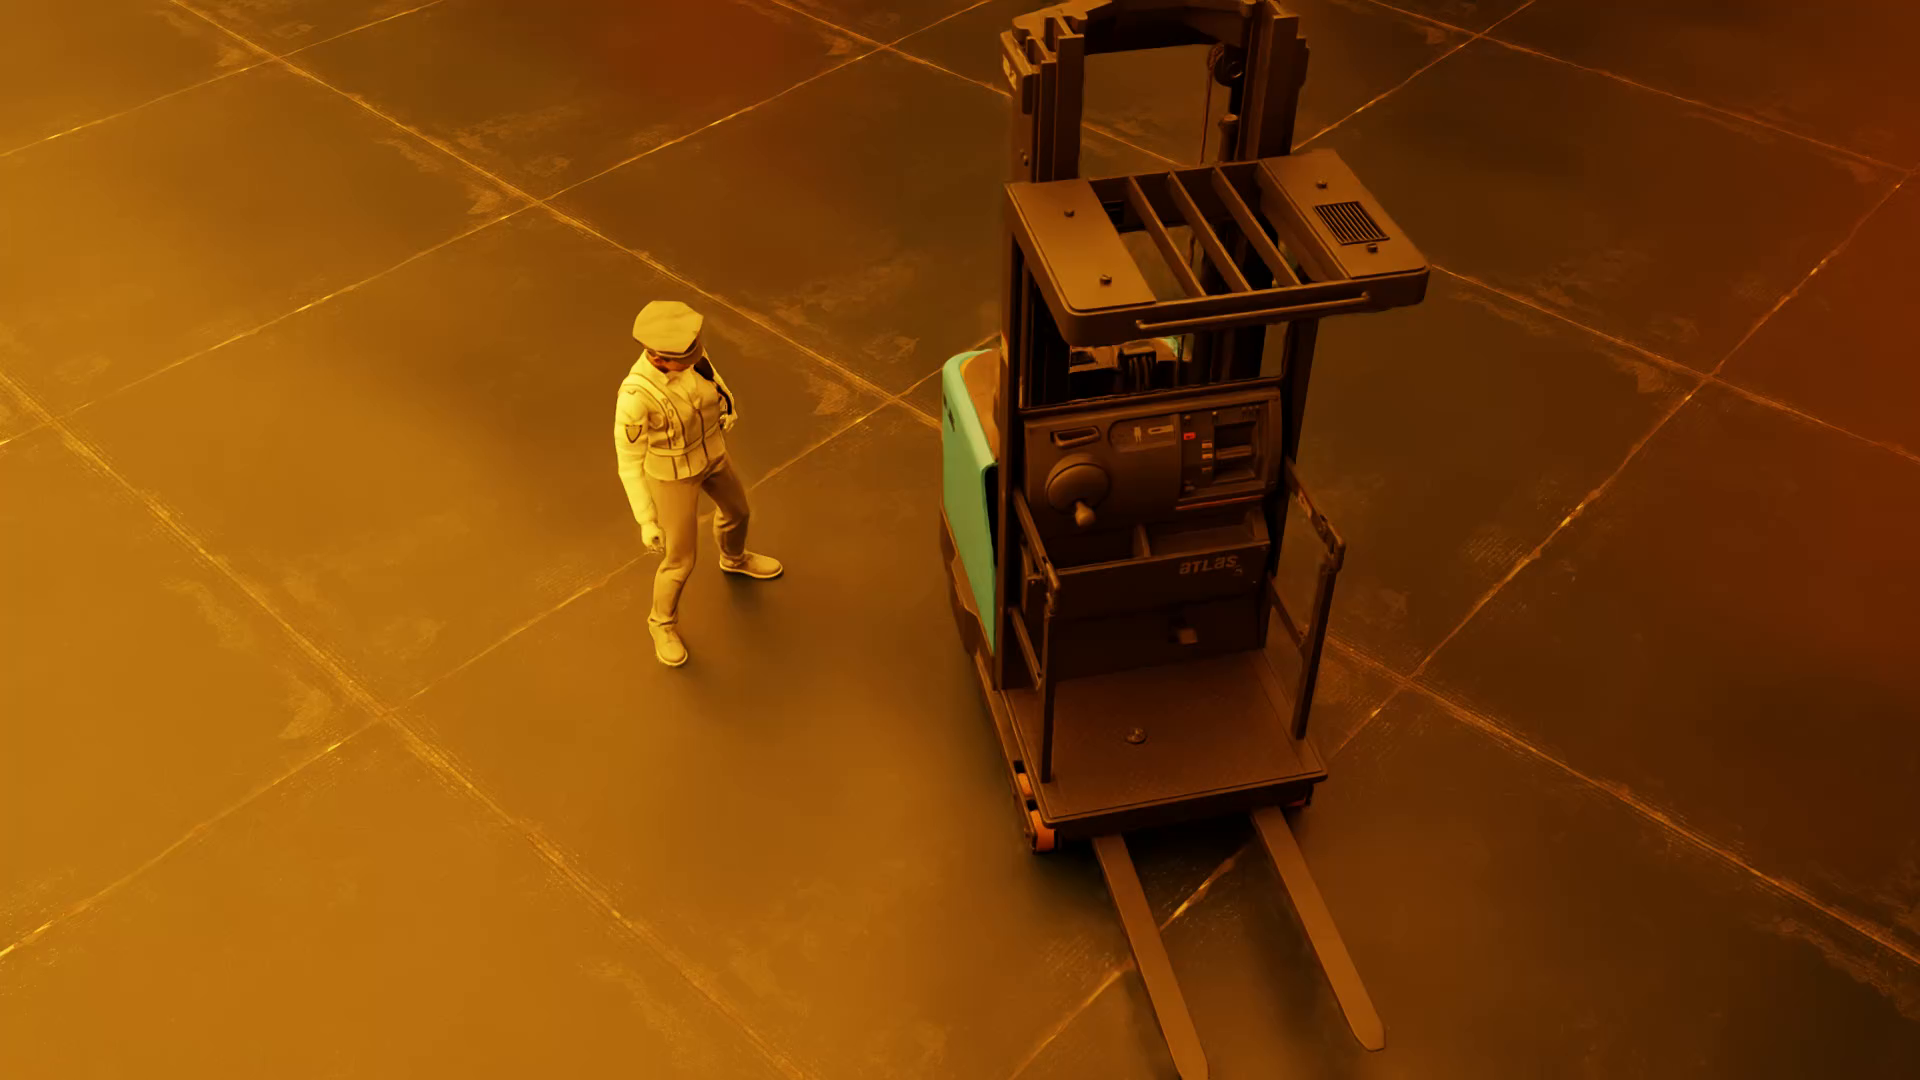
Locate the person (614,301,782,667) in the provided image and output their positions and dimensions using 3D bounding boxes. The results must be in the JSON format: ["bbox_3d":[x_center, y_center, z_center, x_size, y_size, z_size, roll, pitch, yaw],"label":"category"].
[{"bbox_3d":[-1.093,-0.288,6.772,0.388,1.633,0.832,22,45,24],"label":"person"}]

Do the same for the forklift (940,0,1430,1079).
[{"bbox_3d":[0.731,-0.205,5.667,1.130,2.935,3.031,-8,41,-10],"label":"forklift"}]
